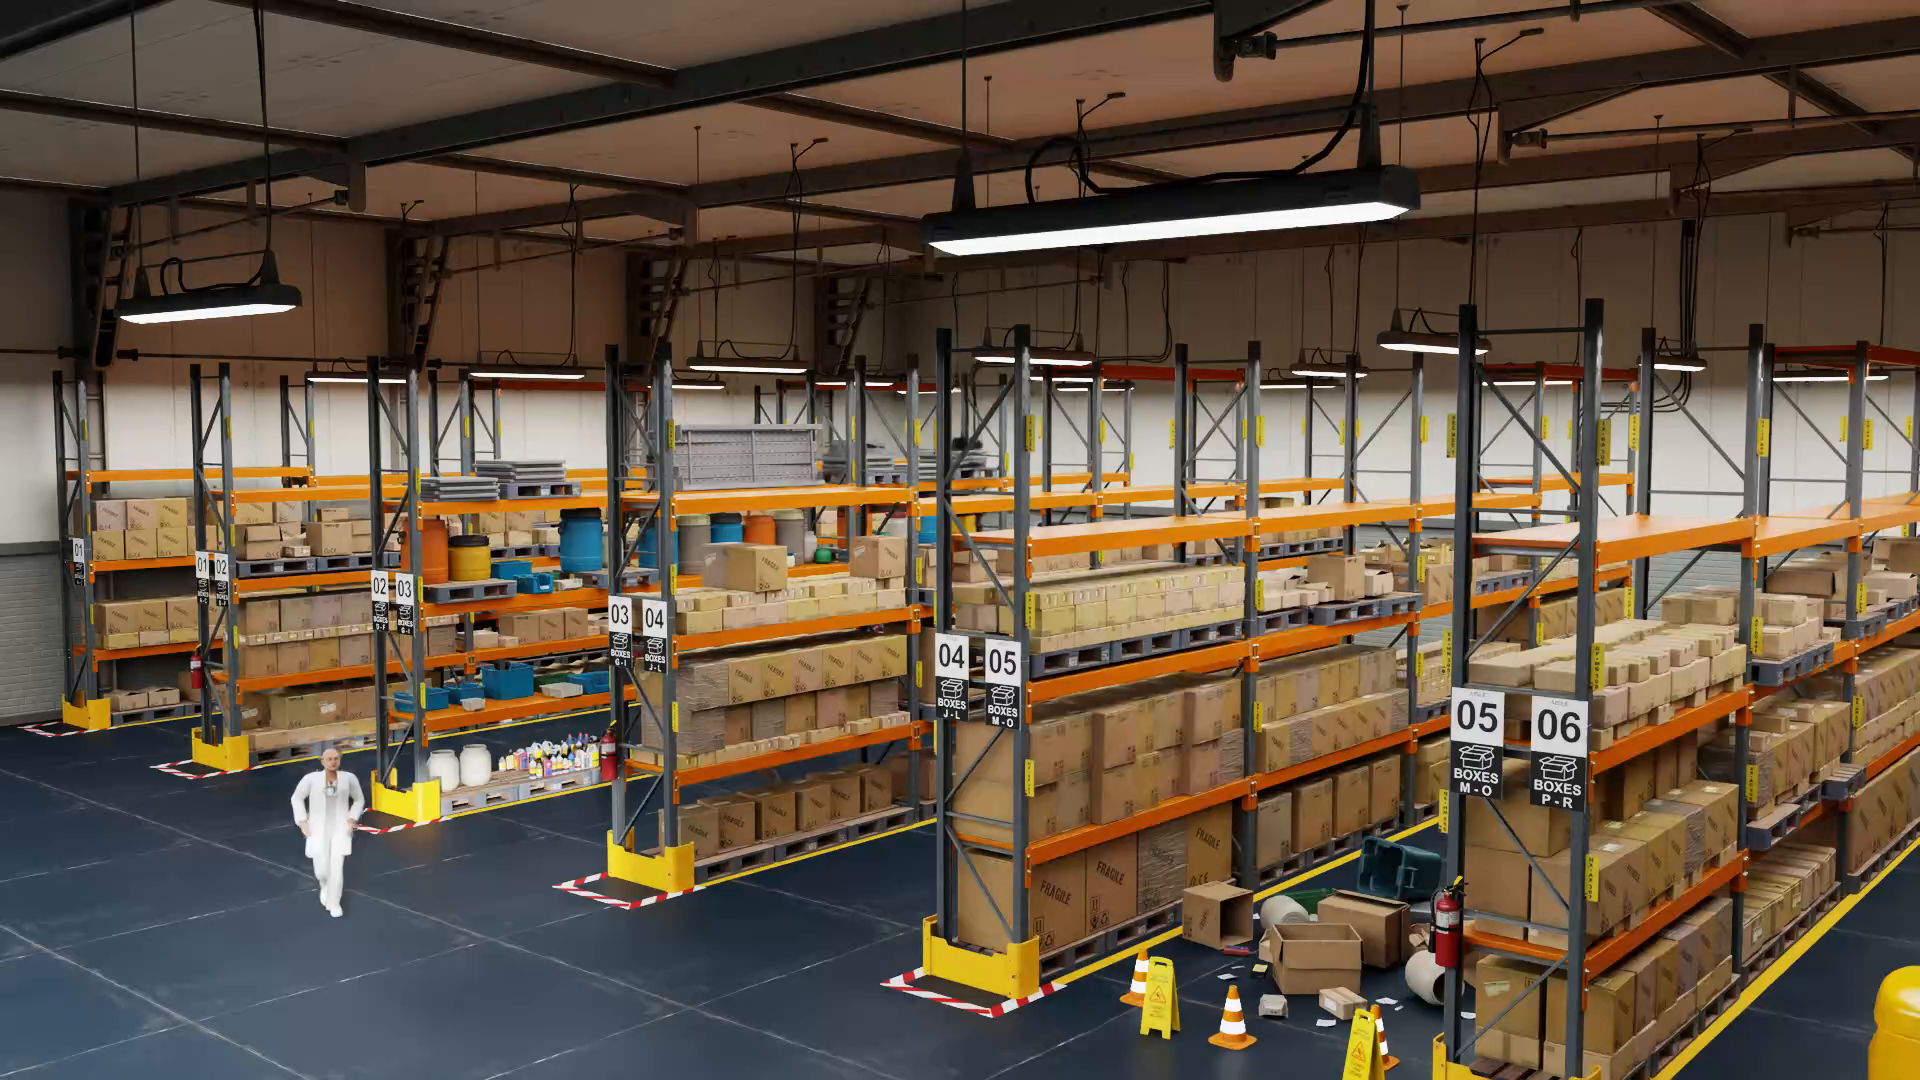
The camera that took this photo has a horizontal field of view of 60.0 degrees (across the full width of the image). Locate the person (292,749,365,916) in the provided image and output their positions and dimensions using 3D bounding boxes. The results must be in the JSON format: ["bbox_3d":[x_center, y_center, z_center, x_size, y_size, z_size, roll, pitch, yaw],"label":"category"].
[{"bbox_3d":[-6.586,3.049,17.379,0.711,1.742,0.588,-2,5,-25],"label":"person"}]

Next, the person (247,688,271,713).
[{"bbox_3d":[-11.484,2.376,27.318,0.618,1.682,0.807,2,4,22],"label":"person"}]

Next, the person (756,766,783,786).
[{"bbox_3d":[-2.687,2.686,22.578,0.703,1.677,0.748,3,5,40],"label":"person"}]
